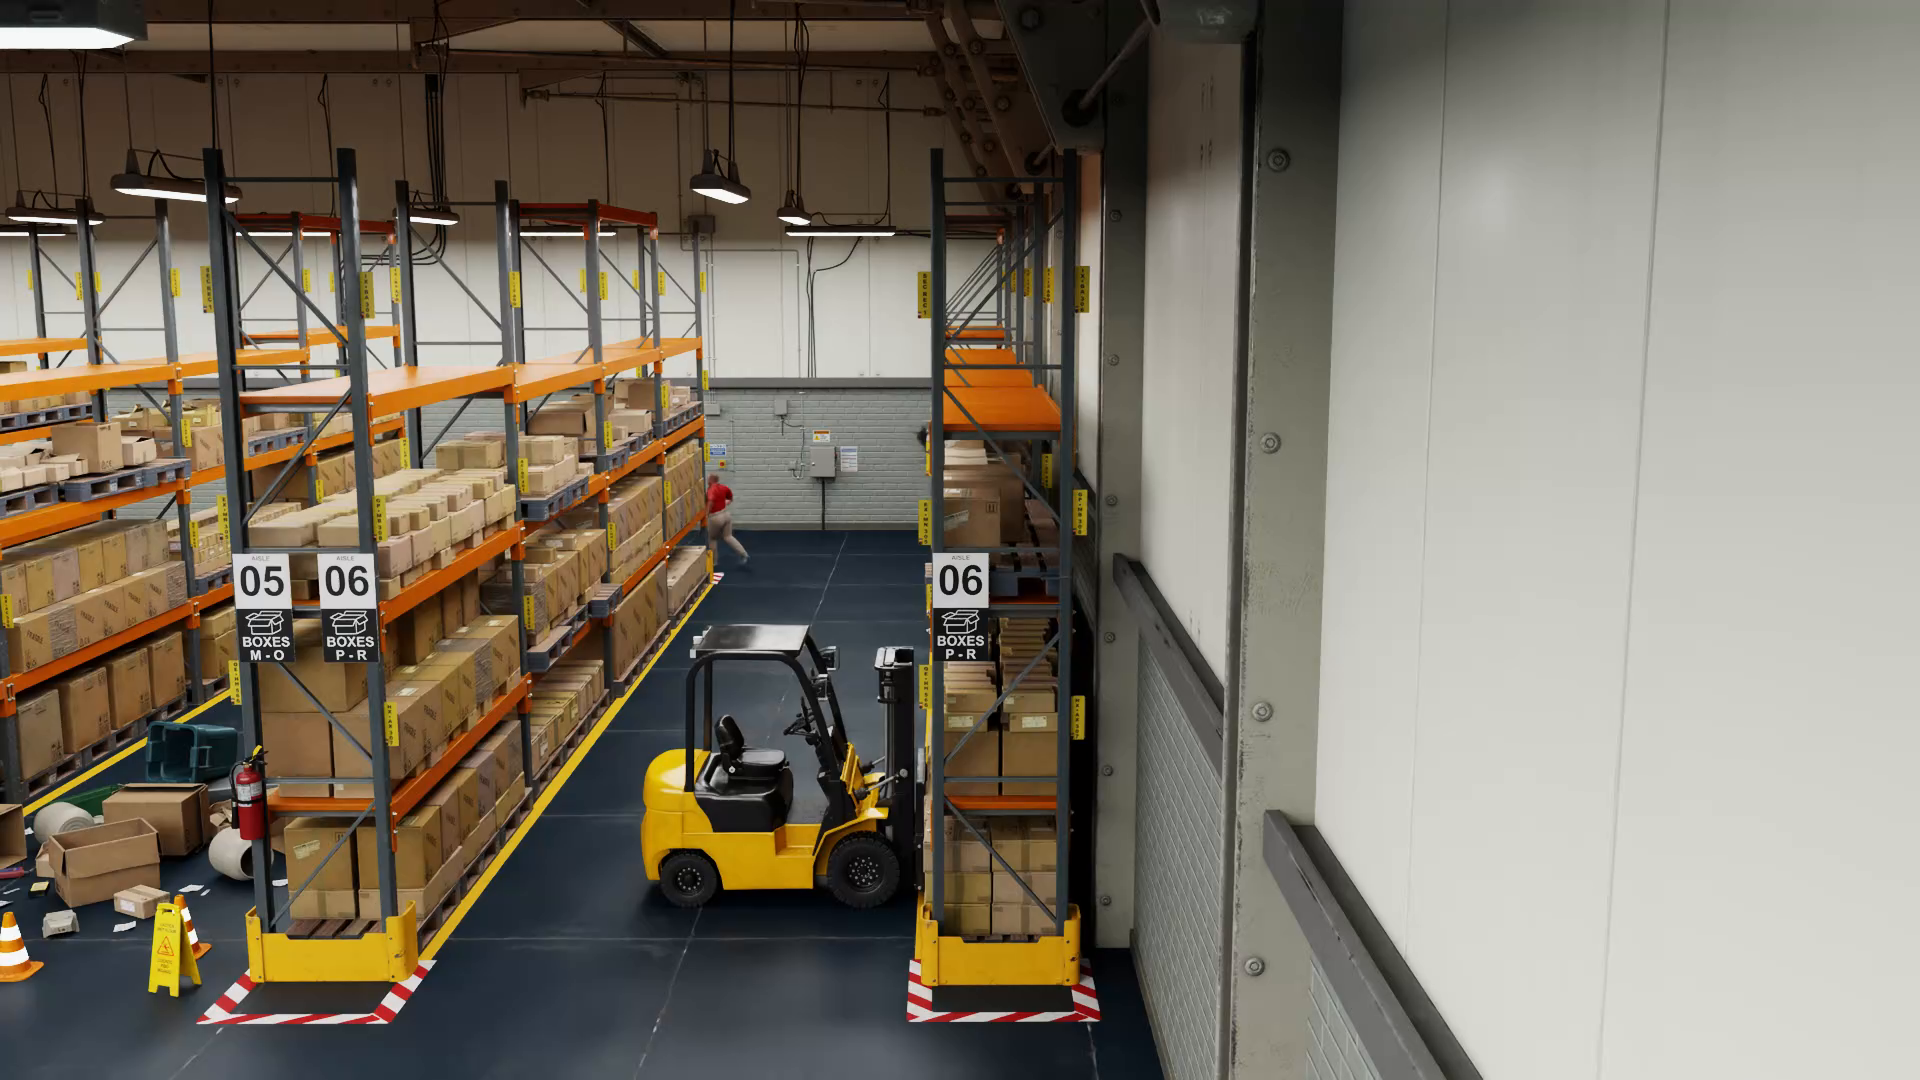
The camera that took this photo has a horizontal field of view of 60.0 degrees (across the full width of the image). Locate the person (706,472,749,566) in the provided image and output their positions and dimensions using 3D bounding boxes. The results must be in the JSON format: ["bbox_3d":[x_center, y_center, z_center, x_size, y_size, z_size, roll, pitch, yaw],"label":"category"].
[{"bbox_3d":[-4.258,-0.344,29.141,0.918,1.704,0.741,6,11,34],"label":"person"}]
